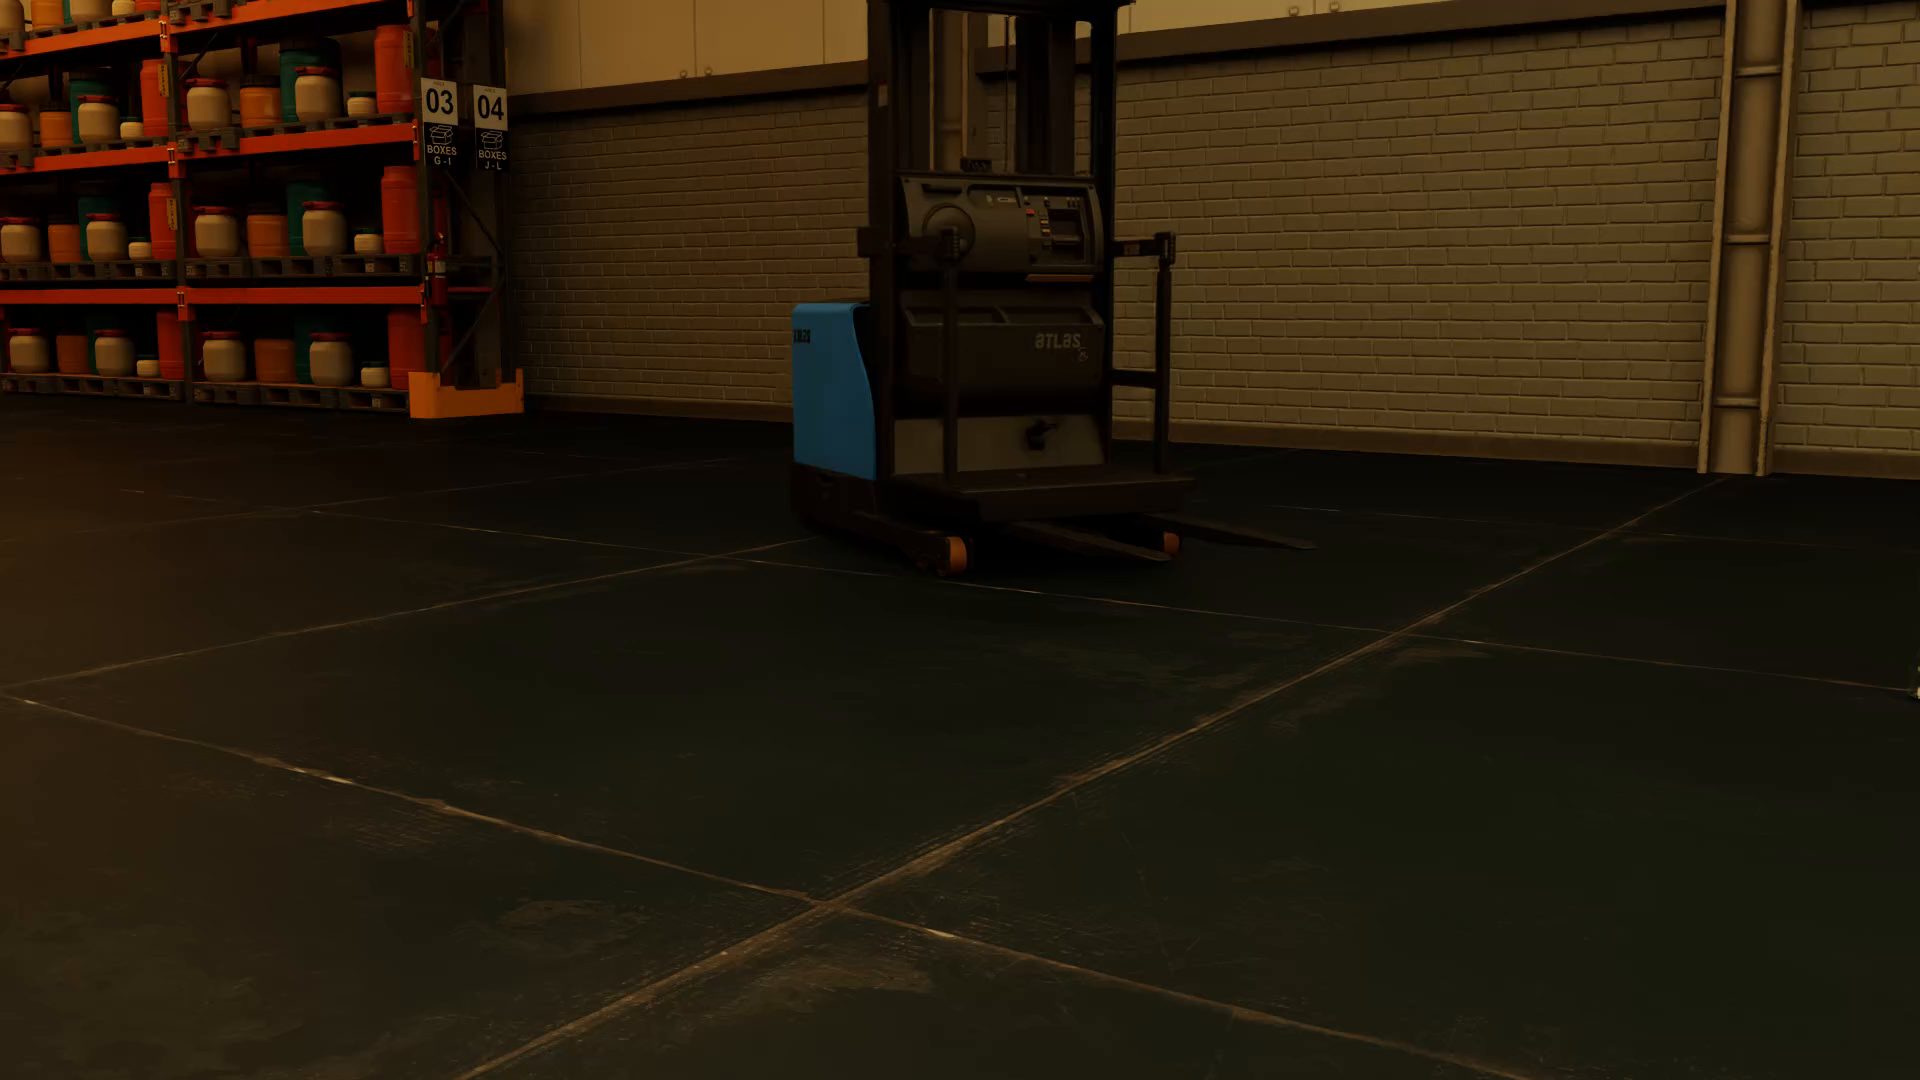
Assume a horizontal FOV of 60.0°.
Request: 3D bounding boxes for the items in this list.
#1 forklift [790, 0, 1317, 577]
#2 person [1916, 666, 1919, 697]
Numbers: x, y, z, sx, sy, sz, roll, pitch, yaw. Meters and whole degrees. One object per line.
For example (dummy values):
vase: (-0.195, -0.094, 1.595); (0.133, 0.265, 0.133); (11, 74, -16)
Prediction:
forklift: (0.283, -1.374, 6.858); (1.130, 2.935, 3.031); (-4, 9, -26)
person: (2.833, -0.368, 4.423); (0.502, 1.699, 0.521); (5, 10, 32)
